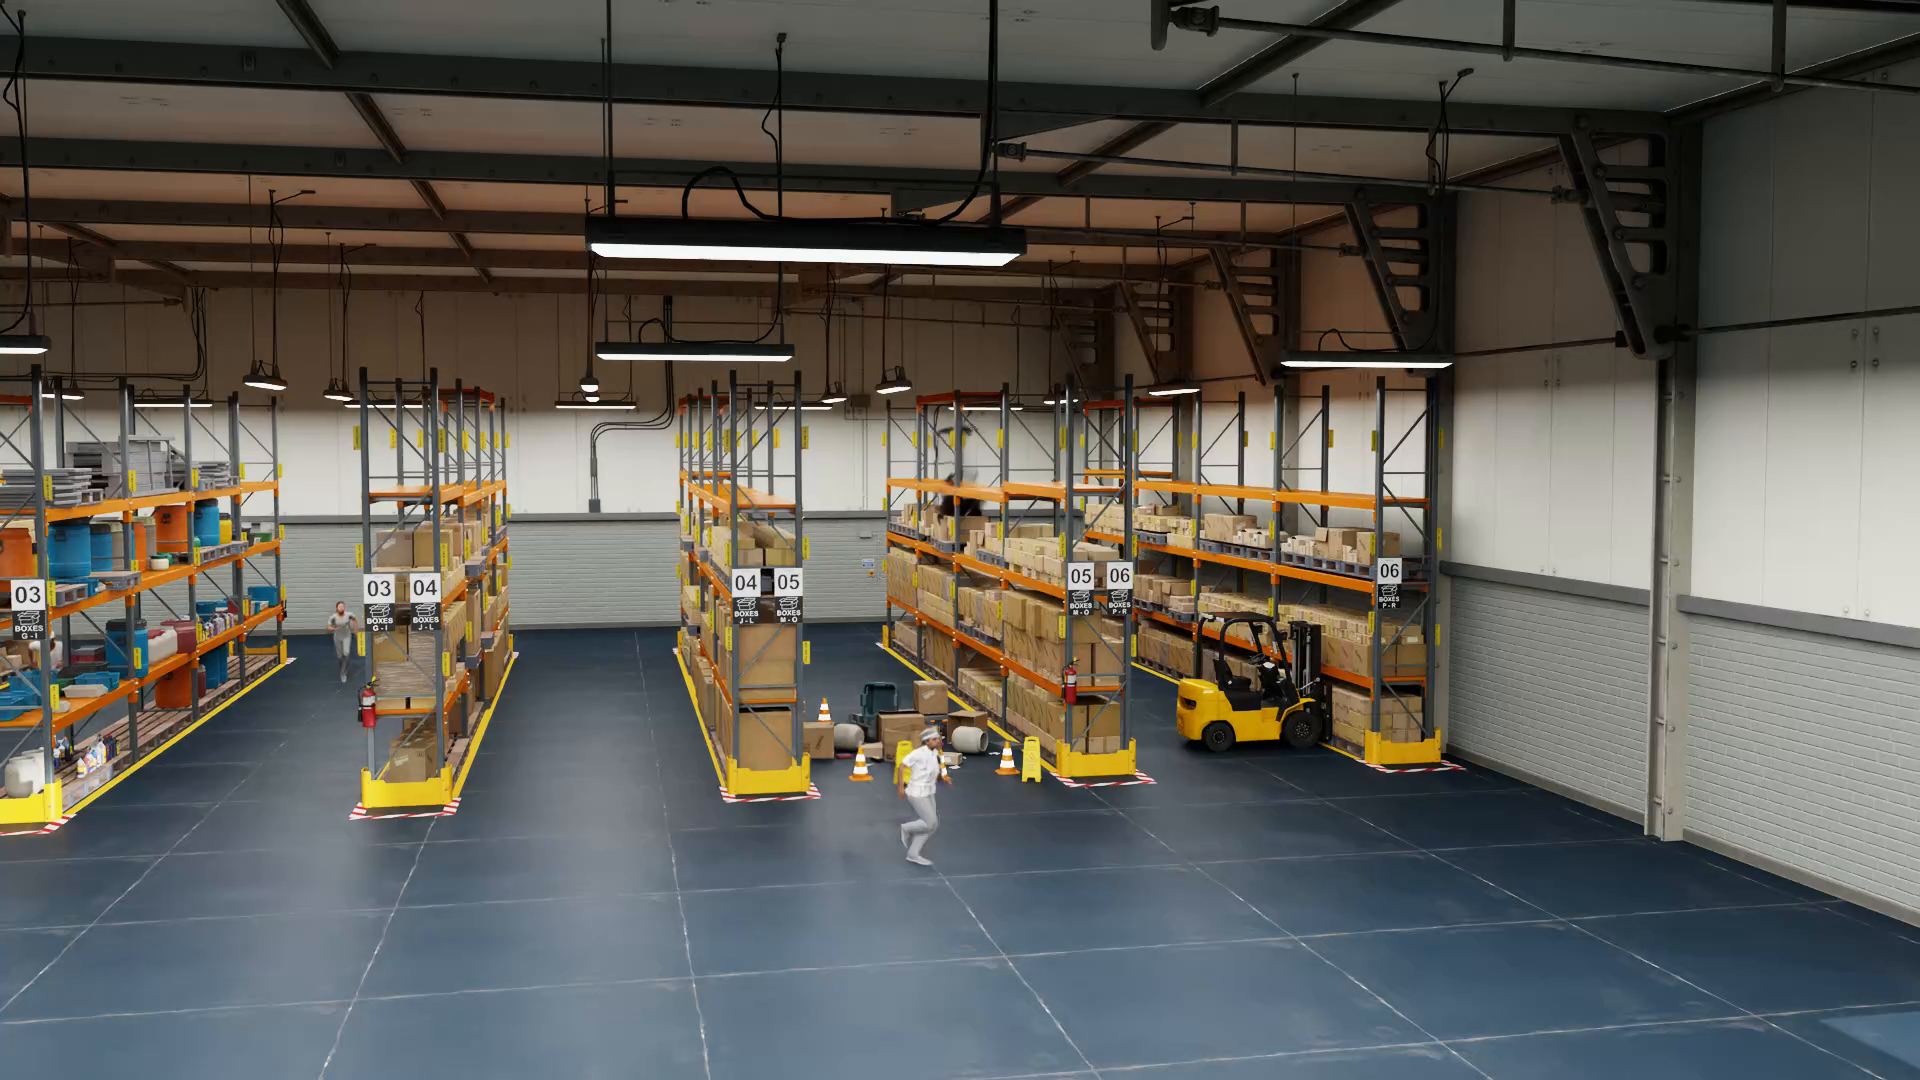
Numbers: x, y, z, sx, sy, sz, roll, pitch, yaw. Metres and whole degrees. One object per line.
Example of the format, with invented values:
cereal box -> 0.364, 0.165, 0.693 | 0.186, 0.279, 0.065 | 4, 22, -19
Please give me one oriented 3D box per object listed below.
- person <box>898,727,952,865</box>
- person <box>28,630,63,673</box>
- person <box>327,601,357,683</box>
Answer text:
person -> -0.402, 3.022, 19.665 | 0.630, 1.648, 0.616 | 2, 4, 31
person -> -16.216, 2.419, 29.723 | 0.746, 1.715, 1.059 | -1, 4, -17
person -> -12.884, 2.110, 34.695 | 0.586, 1.700, 0.836 | -1, 4, -22
